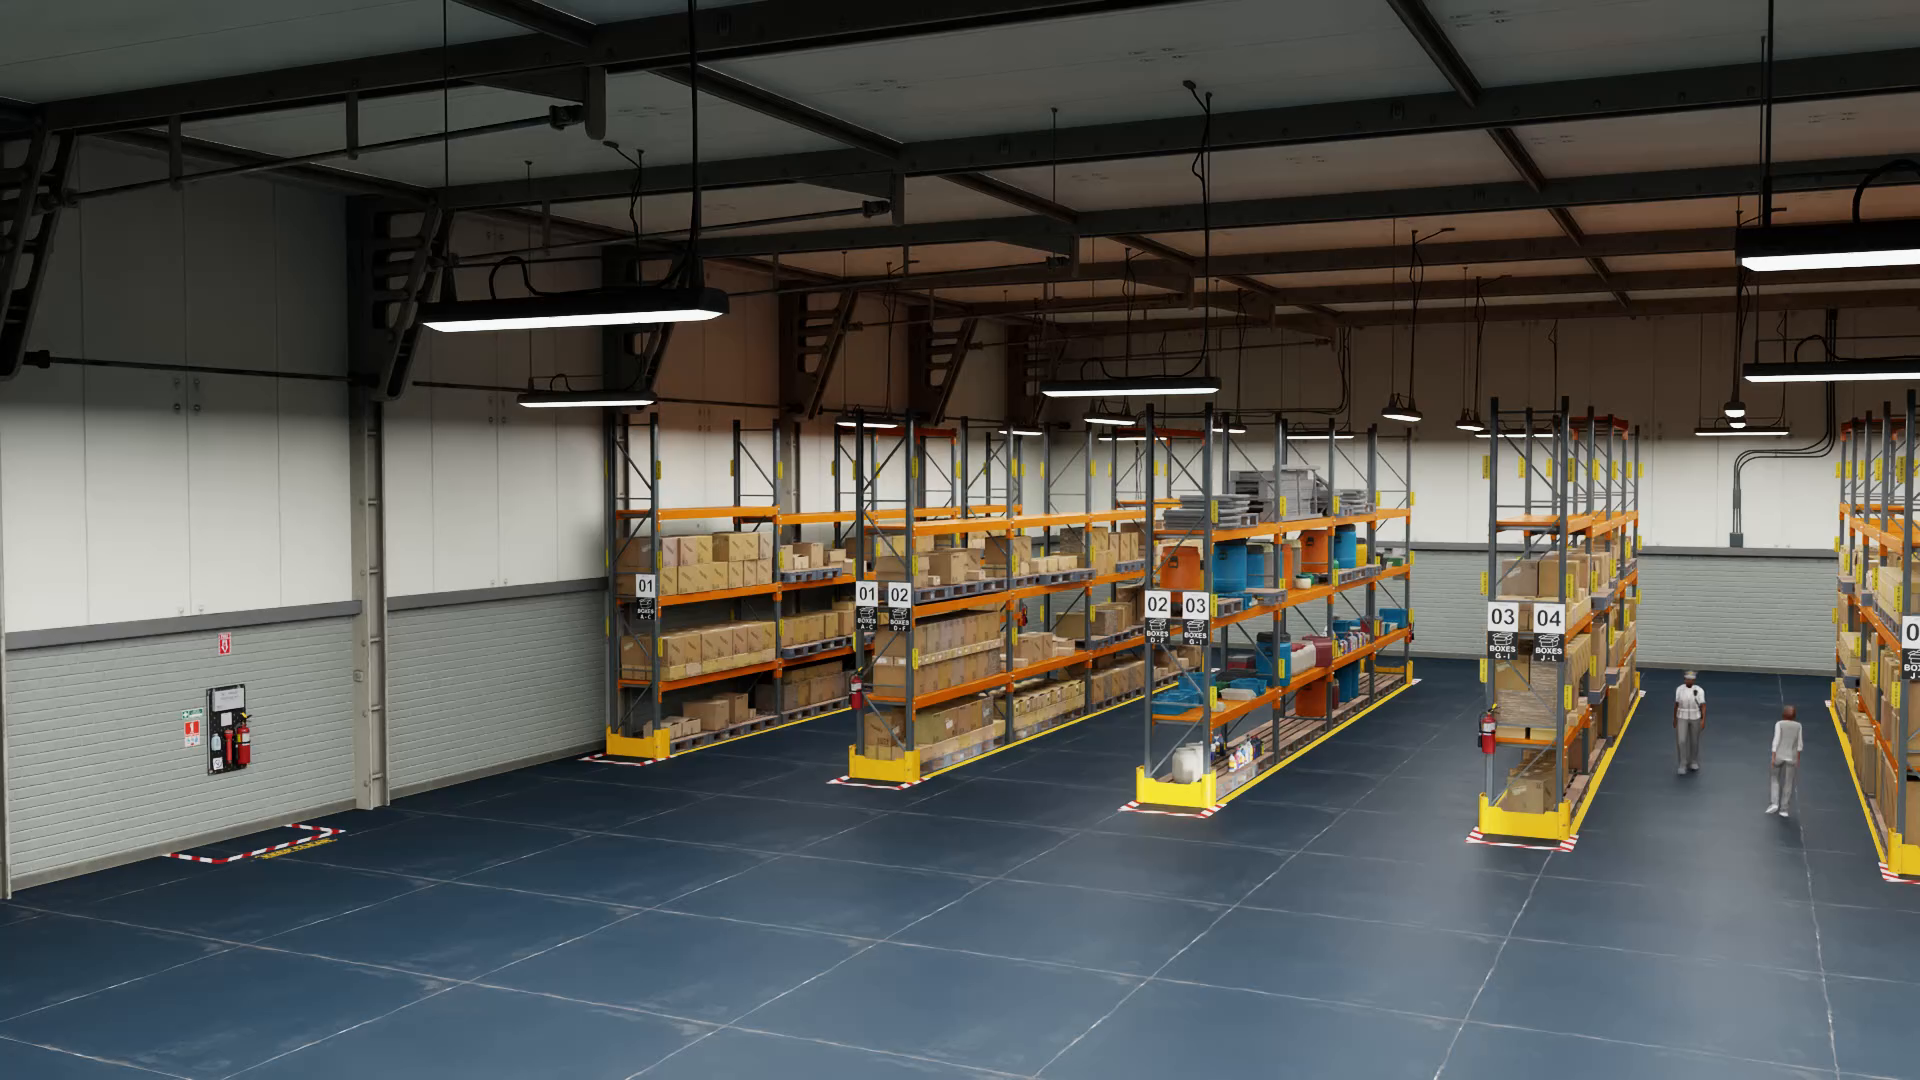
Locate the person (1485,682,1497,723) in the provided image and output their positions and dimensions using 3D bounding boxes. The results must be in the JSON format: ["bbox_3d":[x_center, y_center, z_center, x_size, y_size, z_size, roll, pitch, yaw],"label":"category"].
[{"bbox_3d":[10.573,2.759,32.631,0.610,1.839,0.531,2,3,39],"label":"person"}]

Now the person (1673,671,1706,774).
[{"bbox_3d":[12.122,3.012,27.630,0.507,1.694,0.649,1,3,27],"label":"person"}]

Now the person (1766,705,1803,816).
[{"bbox_3d":[11.904,3.196,24.018,0.463,1.623,0.469,1,3,30],"label":"person"}]

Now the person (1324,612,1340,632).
[{"bbox_3d":[8.511,2.553,37.857,0.548,1.818,0.559,0,2,-1],"label":"person"}]
